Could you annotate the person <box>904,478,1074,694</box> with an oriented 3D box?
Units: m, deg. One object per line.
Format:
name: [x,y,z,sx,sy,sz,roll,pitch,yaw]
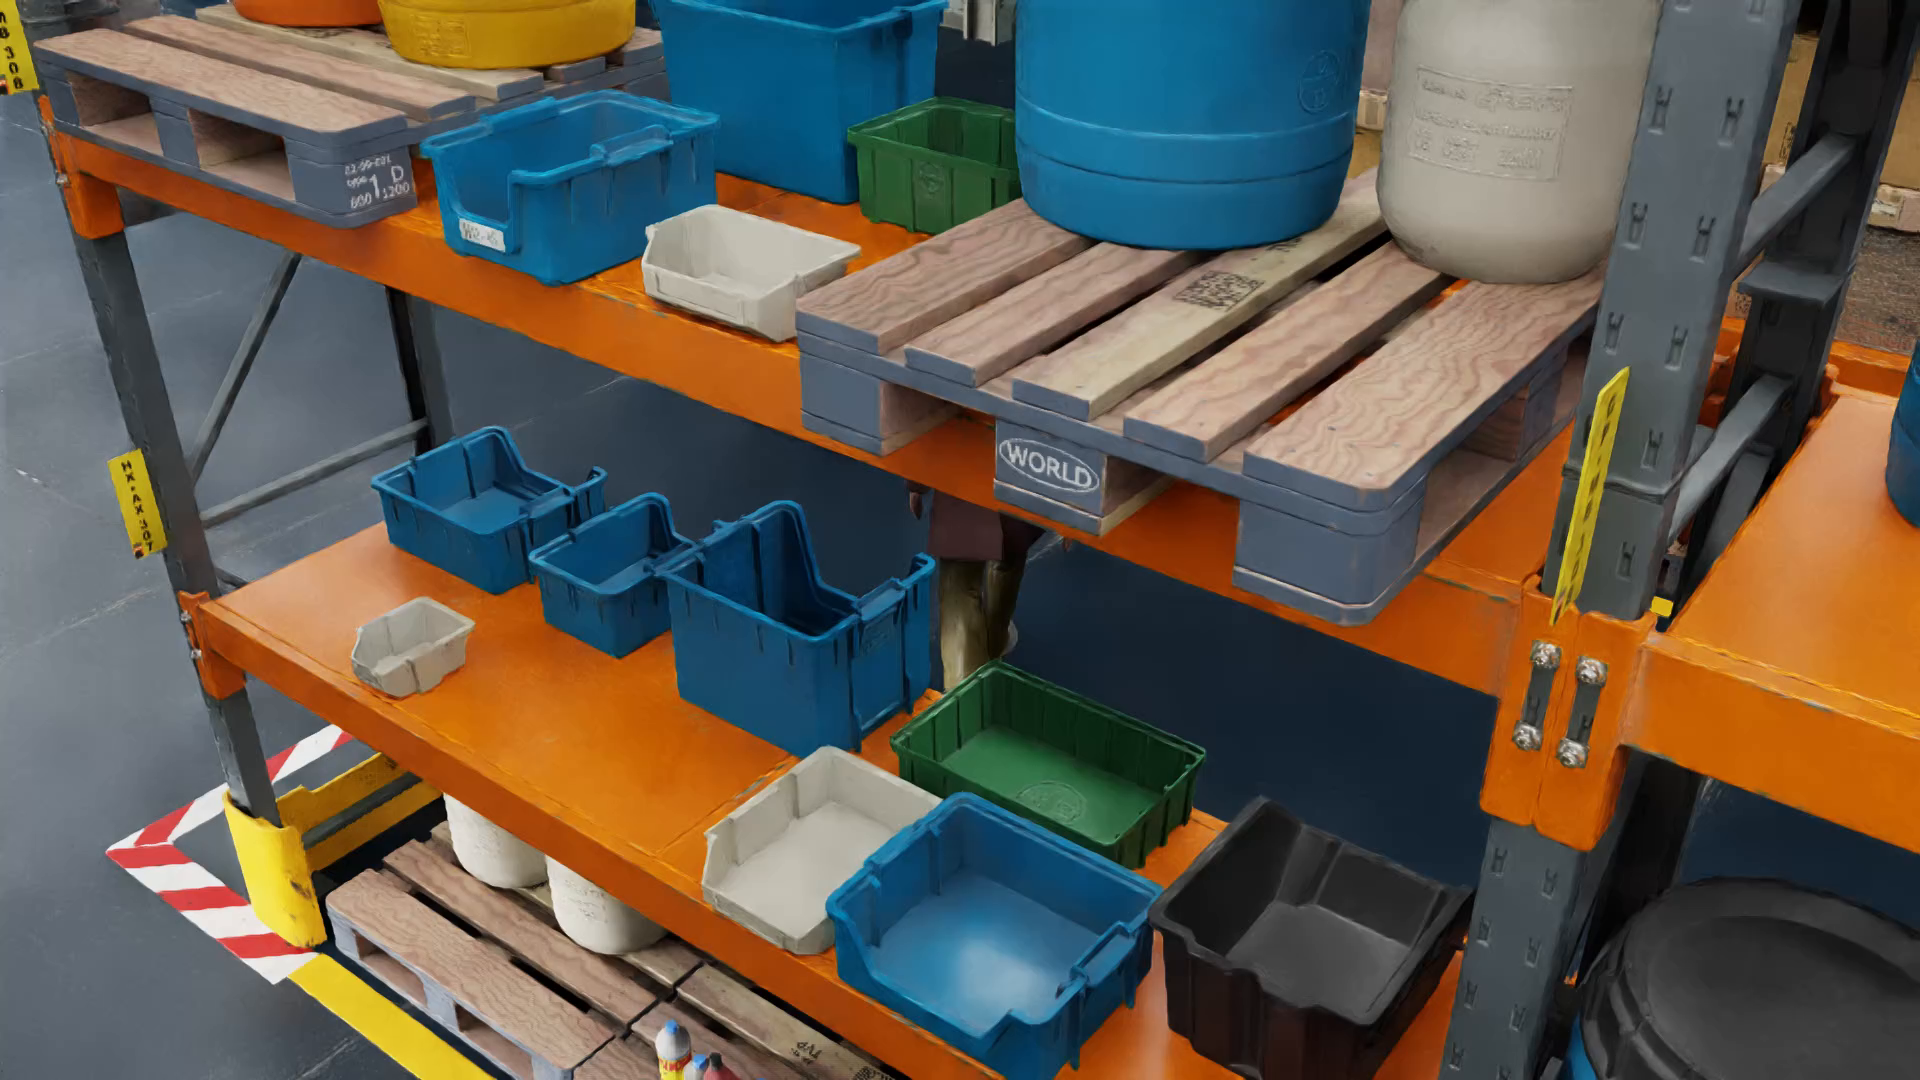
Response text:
person: [0.105,-0.105,6.434,0.701,1.660,0.829,-4,31,-7]
